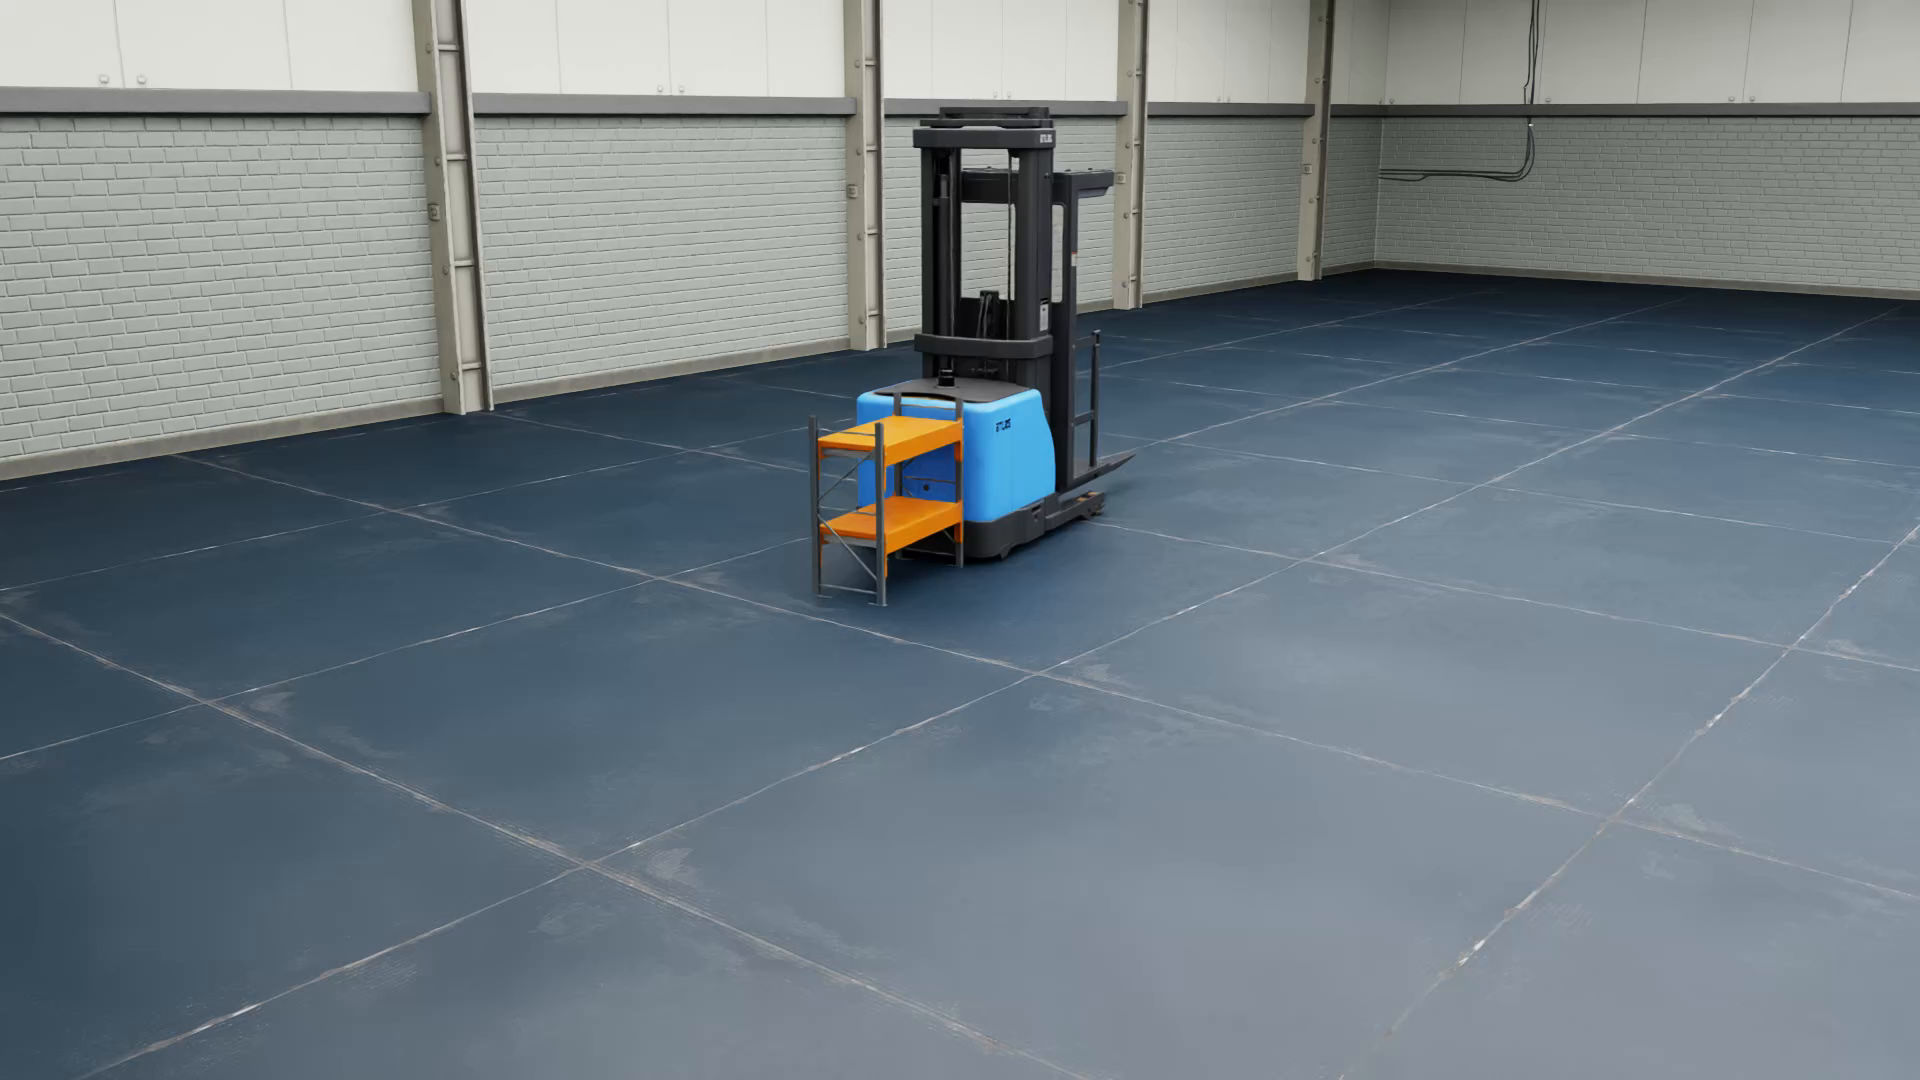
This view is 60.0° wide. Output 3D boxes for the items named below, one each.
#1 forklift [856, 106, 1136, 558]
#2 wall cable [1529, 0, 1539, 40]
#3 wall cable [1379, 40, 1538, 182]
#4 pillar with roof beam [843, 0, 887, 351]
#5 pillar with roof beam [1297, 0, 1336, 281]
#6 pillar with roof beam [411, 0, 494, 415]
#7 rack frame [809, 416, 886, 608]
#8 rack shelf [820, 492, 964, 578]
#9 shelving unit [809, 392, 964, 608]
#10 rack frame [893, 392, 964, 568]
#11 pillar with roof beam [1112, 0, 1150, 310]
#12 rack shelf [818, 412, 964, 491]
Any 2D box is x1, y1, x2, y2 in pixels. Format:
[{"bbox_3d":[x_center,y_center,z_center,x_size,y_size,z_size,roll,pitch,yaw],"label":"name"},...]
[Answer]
[{"bbox_3d":[0.425,-1.615,12.028,1.130,2.935,3.031,7,16,27],"label":"forklift"},{"bbox_3d":[11.346,-9.997,28.749,3.097,2.526,0.112,11,18,38],"label":"wall cable"},{"bbox_3d":[9.242,-7.968,31.018,3.097,2.526,0.112,11,18,38],"label":"wall cable"},{"bbox_3d":[2.168,-6.149,17.552,9.100,9.000,0.400,11,18,38],"label":"pillar with roof beam"},{"bbox_3d":[9.710,-8.447,26.598,9.100,9.000,0.400,11,18,38],"label":"pillar with roof beam"},{"bbox_3d":[-1.603,-5.000,13.029,9.100,9.000,0.400,11,18,38],"label":"pillar with roof beam"},{"bbox_3d":[-0.677,-0.170,10.007,0.500,1.125,0.032,7,16,27],"label":"rack frame"},{"bbox_3d":[-0.441,-0.044,10.504,0.538,0.278,1.000,7,16,27],"label":"rack shelf"},{"bbox_3d":[-0.441,-0.281,10.443,0.538,1.125,1.048,7,16,27],"label":"shelving unit"},{"bbox_3d":[-0.206,-0.392,10.880,0.500,1.125,0.032,7,16,27],"label":"rack frame"},{"bbox_3d":[5.939,-7.298,22.075,9.100,9.000,0.400,11,18,38],"label":"pillar with roof beam"},{"bbox_3d":[-0.441,-0.564,10.371,0.538,0.278,1.000,7,16,27],"label":"rack shelf"}]
